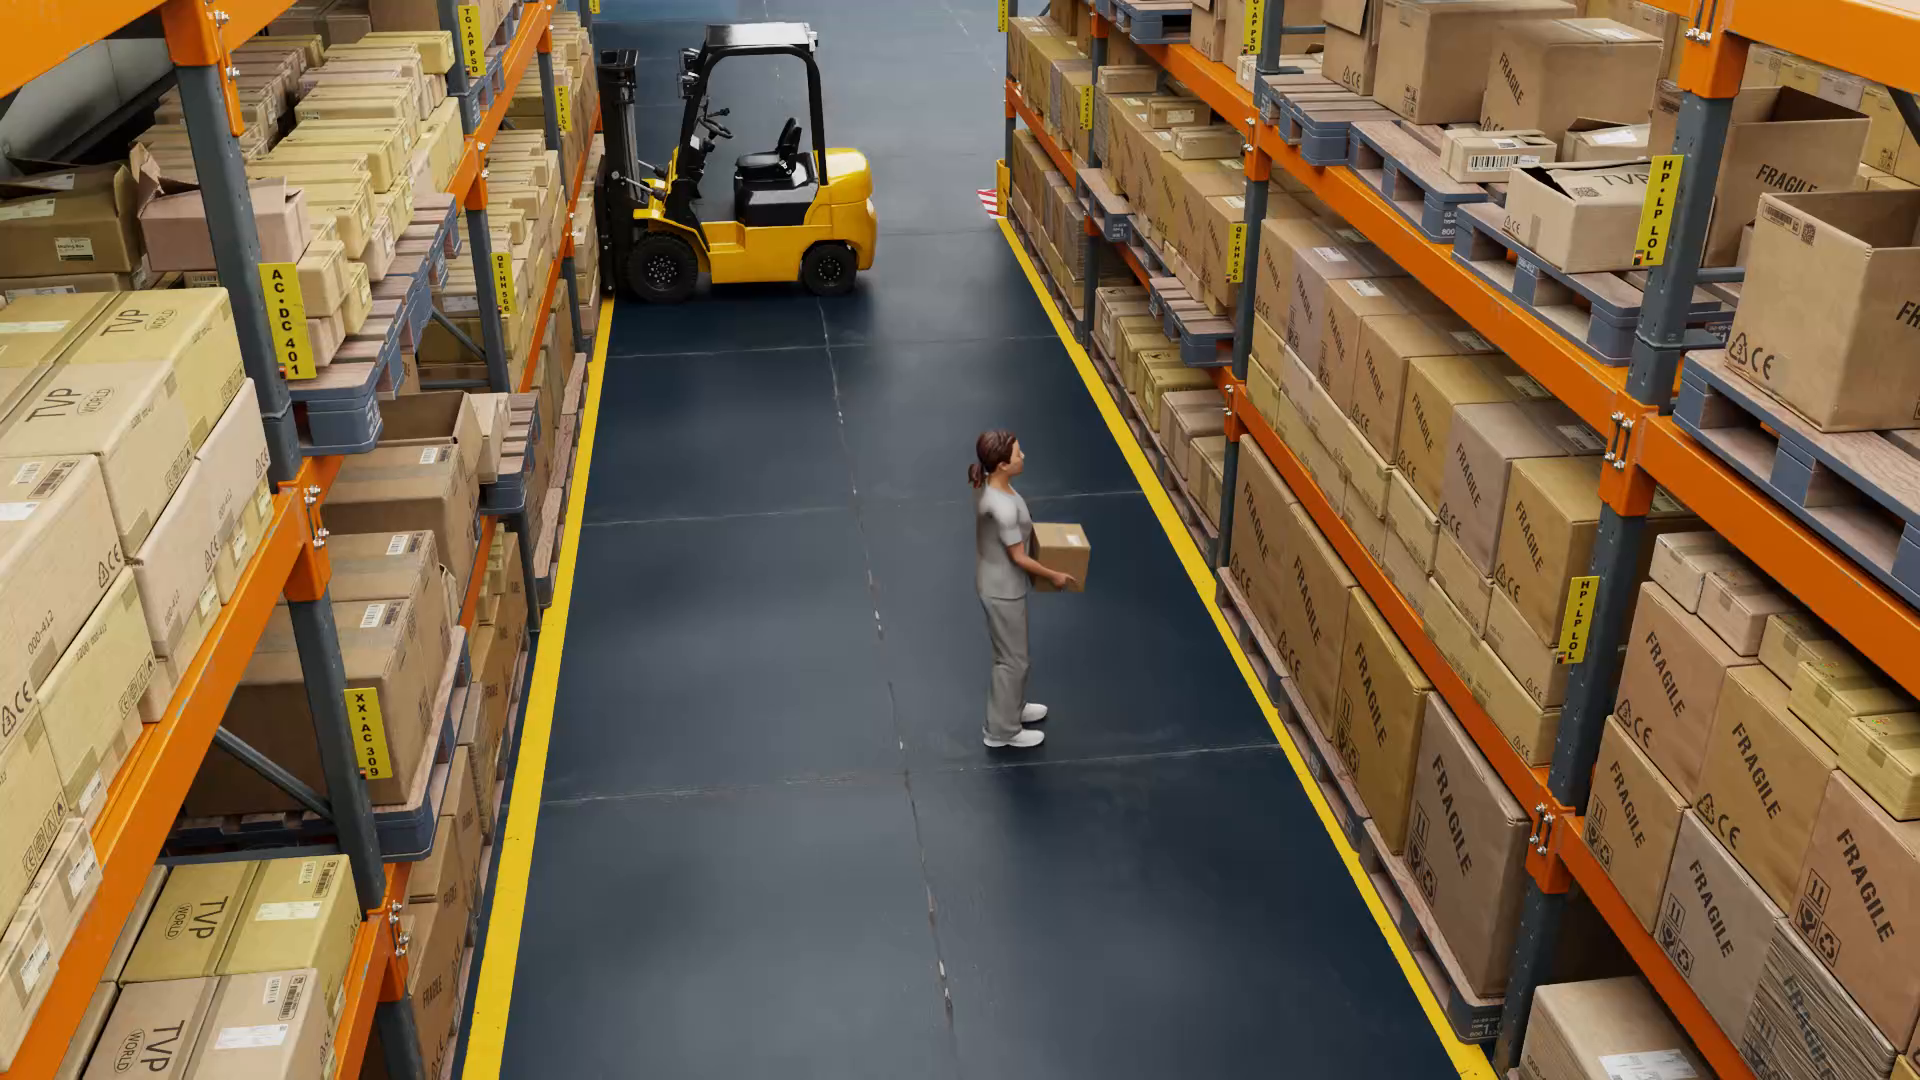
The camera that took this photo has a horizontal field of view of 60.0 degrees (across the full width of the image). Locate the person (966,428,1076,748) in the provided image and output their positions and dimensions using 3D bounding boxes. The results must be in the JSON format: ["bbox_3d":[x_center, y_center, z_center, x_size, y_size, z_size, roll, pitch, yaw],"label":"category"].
[{"bbox_3d":[0.283,0.226,8.181,0.525,1.673,0.457,-4,27,-7],"label":"person"}]
